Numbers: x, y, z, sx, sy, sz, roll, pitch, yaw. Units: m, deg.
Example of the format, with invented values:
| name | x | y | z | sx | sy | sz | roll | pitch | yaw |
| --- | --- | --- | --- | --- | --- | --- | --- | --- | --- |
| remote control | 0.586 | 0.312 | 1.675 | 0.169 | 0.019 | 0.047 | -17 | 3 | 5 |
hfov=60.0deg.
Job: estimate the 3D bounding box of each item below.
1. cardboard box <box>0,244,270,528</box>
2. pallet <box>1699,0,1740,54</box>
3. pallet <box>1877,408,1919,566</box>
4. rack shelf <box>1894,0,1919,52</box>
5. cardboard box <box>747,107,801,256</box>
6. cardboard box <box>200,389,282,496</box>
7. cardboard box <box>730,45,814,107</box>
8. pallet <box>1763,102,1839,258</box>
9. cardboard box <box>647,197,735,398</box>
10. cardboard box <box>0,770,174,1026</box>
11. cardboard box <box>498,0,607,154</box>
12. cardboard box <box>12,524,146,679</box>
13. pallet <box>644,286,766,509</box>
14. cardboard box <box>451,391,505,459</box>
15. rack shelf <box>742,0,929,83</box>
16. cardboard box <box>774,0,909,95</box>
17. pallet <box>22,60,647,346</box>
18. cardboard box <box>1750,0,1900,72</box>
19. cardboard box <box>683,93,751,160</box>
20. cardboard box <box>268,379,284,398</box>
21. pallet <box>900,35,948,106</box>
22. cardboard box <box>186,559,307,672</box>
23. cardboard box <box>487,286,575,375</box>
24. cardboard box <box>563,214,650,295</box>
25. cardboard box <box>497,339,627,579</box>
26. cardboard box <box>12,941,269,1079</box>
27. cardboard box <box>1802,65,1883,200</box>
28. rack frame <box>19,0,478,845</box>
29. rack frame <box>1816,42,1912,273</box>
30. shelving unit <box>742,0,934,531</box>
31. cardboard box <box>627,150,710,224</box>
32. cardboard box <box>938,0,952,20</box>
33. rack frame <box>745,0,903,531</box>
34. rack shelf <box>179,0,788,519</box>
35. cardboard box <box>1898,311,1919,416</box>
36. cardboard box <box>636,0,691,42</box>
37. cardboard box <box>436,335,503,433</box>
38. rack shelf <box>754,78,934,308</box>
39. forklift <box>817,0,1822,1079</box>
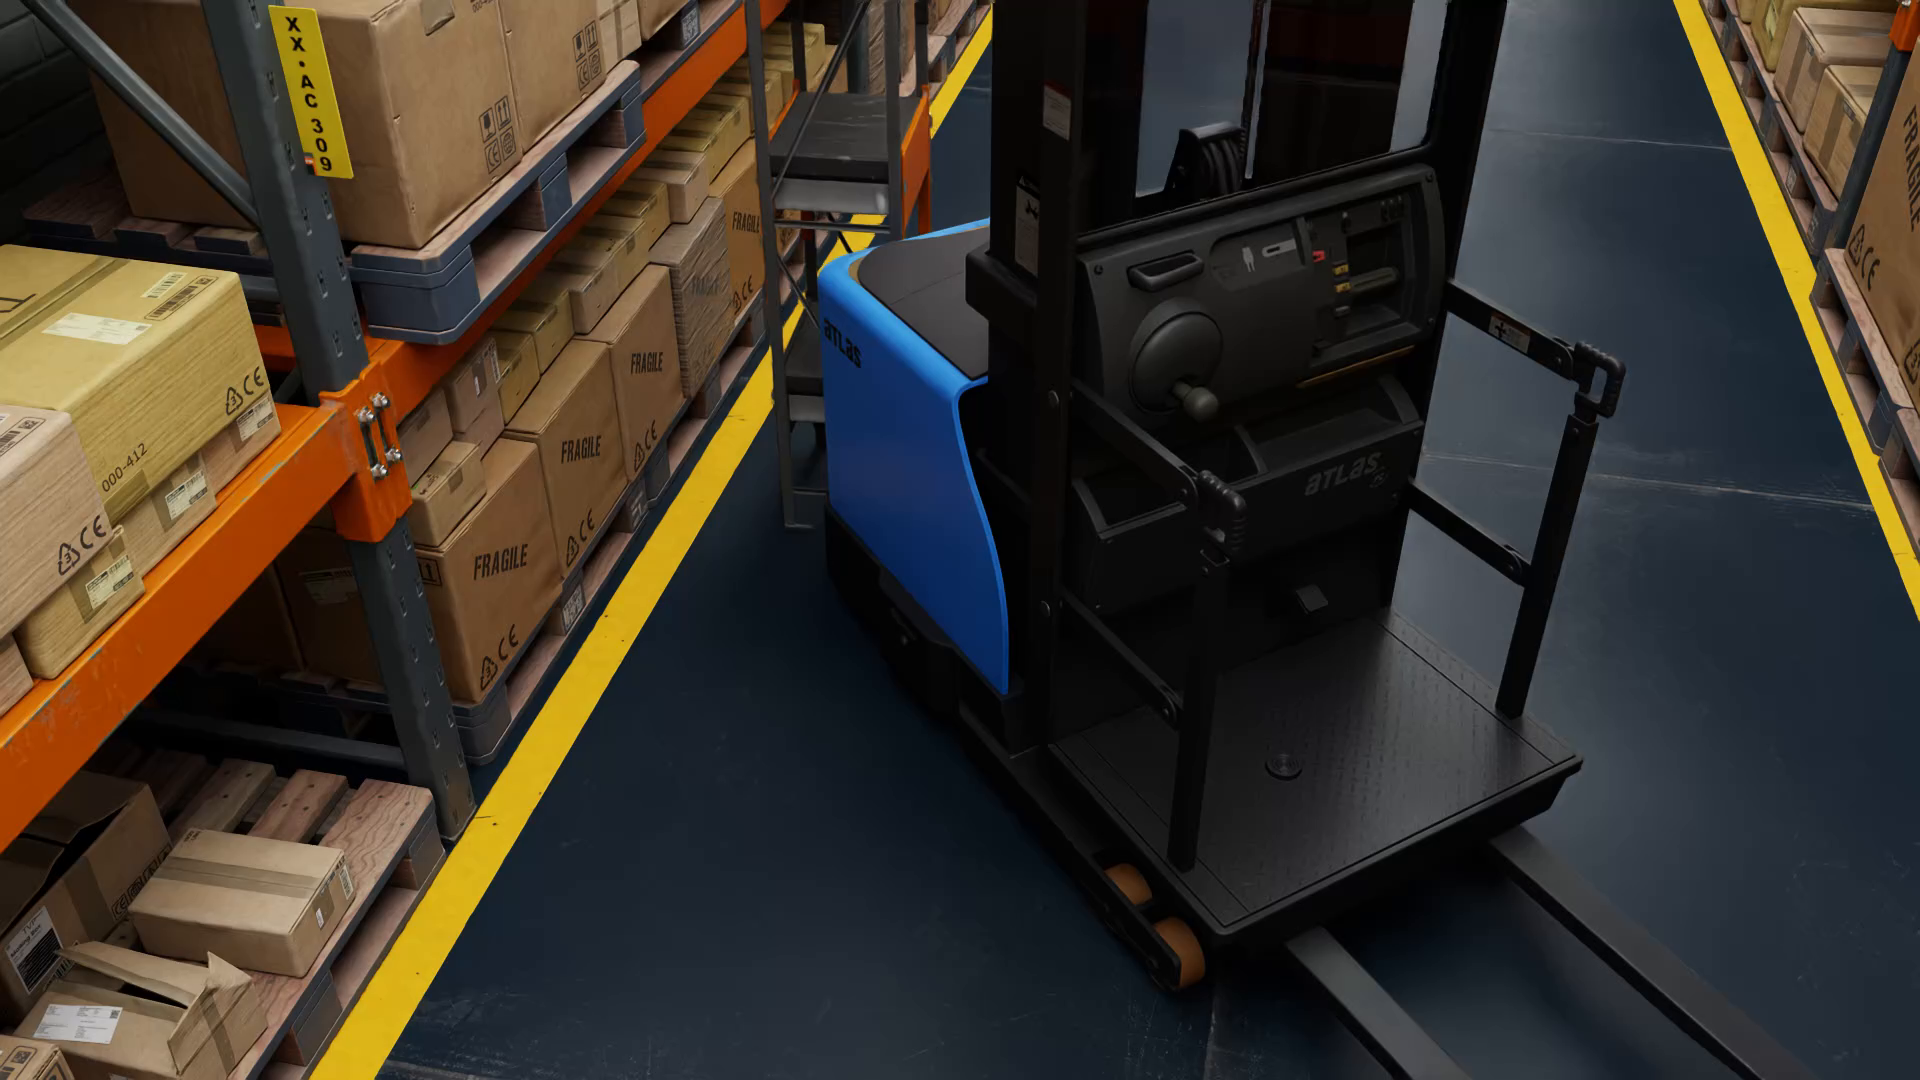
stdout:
| name | x | y | z | sx | sy | sz | roll | pitch | yaw |
| --- | --- | --- | --- | --- | --- | --- | --- | --- | --- |
| cardboard box | -1.615 | -0.282 | 2.958 | 0.500 | 0.250 | 0.500 | 8 | 37 | 11 |
| pallet | 4.649 | -2.936 | 9.121 | 1.003 | 0.211 | 1.213 | 7 | 37 | 10 |
| pallet | 3.455 | 0.051 | 5.000 | 1.003 | 0.211 | 1.213 | 7 | 37 | 10 |
| rack shelf | 3.532 | -0.780 | 4.384 | 1.077 | 0.370 | 4.000 | 7 | 37 | 10 |
| cardboard box | -0.888 | -1.441 | 6.455 | 0.500 | 0.500 | 0.500 | 7 | 36 | 9 |
| cardboard box | -1.566 | -0.229 | 3.224 | 0.380 | 0.149 | 0.250 | 8 | 37 | 11 |
| cardboard box | -0.776 | -1.784 | 6.374 | 0.380 | 0.149 | 0.250 | 6 | 36 | 8 |
| pallet | 4.128 | -1.537 | 7.191 | 1.003 | 0.211 | 1.213 | 7 | 37 | 10 |
| cardboard box | -1.090 | -0.841 | 5.626 | 0.500 | 0.500 | 0.500 | 6 | 36 | 8 |
| cardboard box | -2.117 | 0.723 | 3.630 | 0.500 | 0.311 | 0.500 | 9 | 37 | 12 |
| cardboard box | -1.312 | -1.302 | 4.047 | 0.700 | 0.500 | 0.500 | 8 | 37 | 10 |
| cardboard box | -1.632 | 0.075 | 2.804 | 0.380 | 0.149 | 0.250 | 8 | 37 | 11 |
| pallet | -1.349 | -0.589 | 5.882 | 1.003 | 0.211 | 1.213 | 7 | 37 | 10 |
| cardboard box | -1.425 | -0.306 | 4.336 | 0.380 | 0.149 | 0.250 | 6 | 36 | 9 |
| rack shelf | -0.326 | -1.573 | 4.462 | 0.431 | 0.518 | 0.480 | 5 | 36 | 6 |
| cardboard box | -0.744 | -2.403 | 7.675 | 0.875 | 0.625 | 0.625 | 8 | 37 | 11 |
| pallet | -1.467 | -0.912 | 4.116 | 1.003 | 0.211 | 1.213 | 7 | 37 | 10 |
| cardboard box | 4.407 | -2.505 | 8.032 | 0.950 | 0.372 | 0.625 | 8 | 37 | 12 |
| cardboard box | -0.976 | -1.493 | 5.973 | 0.380 | 0.149 | 0.250 | 8 | 37 | 11 |
| cardboard box | -1.897 | -0.364 | 4.416 | 0.380 | 0.149 | 0.250 | 7 | 37 | 10 |
| pallet | -0.676 | -2.176 | 8.073 | 1.003 | 0.211 | 1.213 | 7 | 37 | 10 |
| cardboard box | -1.929 | -0.022 | 4.496 | 0.500 | 0.500 | 0.500 | 7 | 37 | 10 |
| cardboard box | -1.336 | -0.614 | 4.760 | 0.380 | 0.149 | 0.250 | 7 | 36 | 9 |
| cardboard box | -1.190 | -0.894 | 5.147 | 0.380 | 0.149 | 0.250 | 9 | 37 | 12 |
| cardboard box | -1.317 | -0.259 | 4.823 | 0.500 | 0.500 | 0.500 | 7 | 36 | 9 |
| cardboard box | -1.653 | 0.953 | 3.351 | 0.396 | 0.266 | 0.258 | 9 | 37 | 12 |
| cardboard box | 4.090 | -1.647 | 6.848 | 0.950 | 0.372 | 0.625 | 5 | 36 | 7 |
| rack frame | -1.745 | -0.545 | 3.446 | 1.000 | 3.000 | 0.127 | 7 | 37 | 10 |
| rack frame | 3.960 | -2.218 | 5.755 | 1.000 | 3.000 | 0.127 | 7 | 37 | 10 |
| shelving unit | -0.326 | -1.017 | 4.865 | 0.431 | 2.100 | 0.503 | 5 | 36 | 6 |
| cardboard box | -1.059 | -1.187 | 5.552 | 0.380 | 0.149 | 0.250 | 6 | 36 | 8 |
| cardboard box | -0.468 | -3.164 | 8.726 | 0.875 | 0.625 | 0.625 | 6 | 36 | 8 |
| rack frame | -0.359 | -0.876 | 4.669 | 0.400 | 2.100 | 0.015 | 5 | 36 | 6 |
| rack shelf | -1.317 | -1.400 | 5.239 | 1.077 | 0.370 | 4.000 | 7 | 37 | 10 |
| cardboard box | 3.536 | -0.632 | 5.018 | 0.875 | 0.875 | 0.875 | 8 | 37 | 11 |
| cardboard box | -1.145 | -1.752 | 4.668 | 0.700 | 0.500 | 0.500 | 7 | 37 | 10 |
| cardboard box | -1.399 | -0.413 | 4.230 | 0.380 | 0.149 | 0.250 | 6 | 36 | 8 |
| rack shelf | -0.326 | -1.006 | 4.873 | 0.431 | 0.518 | 0.480 | 5 | 36 | 6 |
| forklift | 0.777 | -0.464 | 3.393 | 1.130 | 2.935 | 3.031 | -19 | 40 | -24 |
